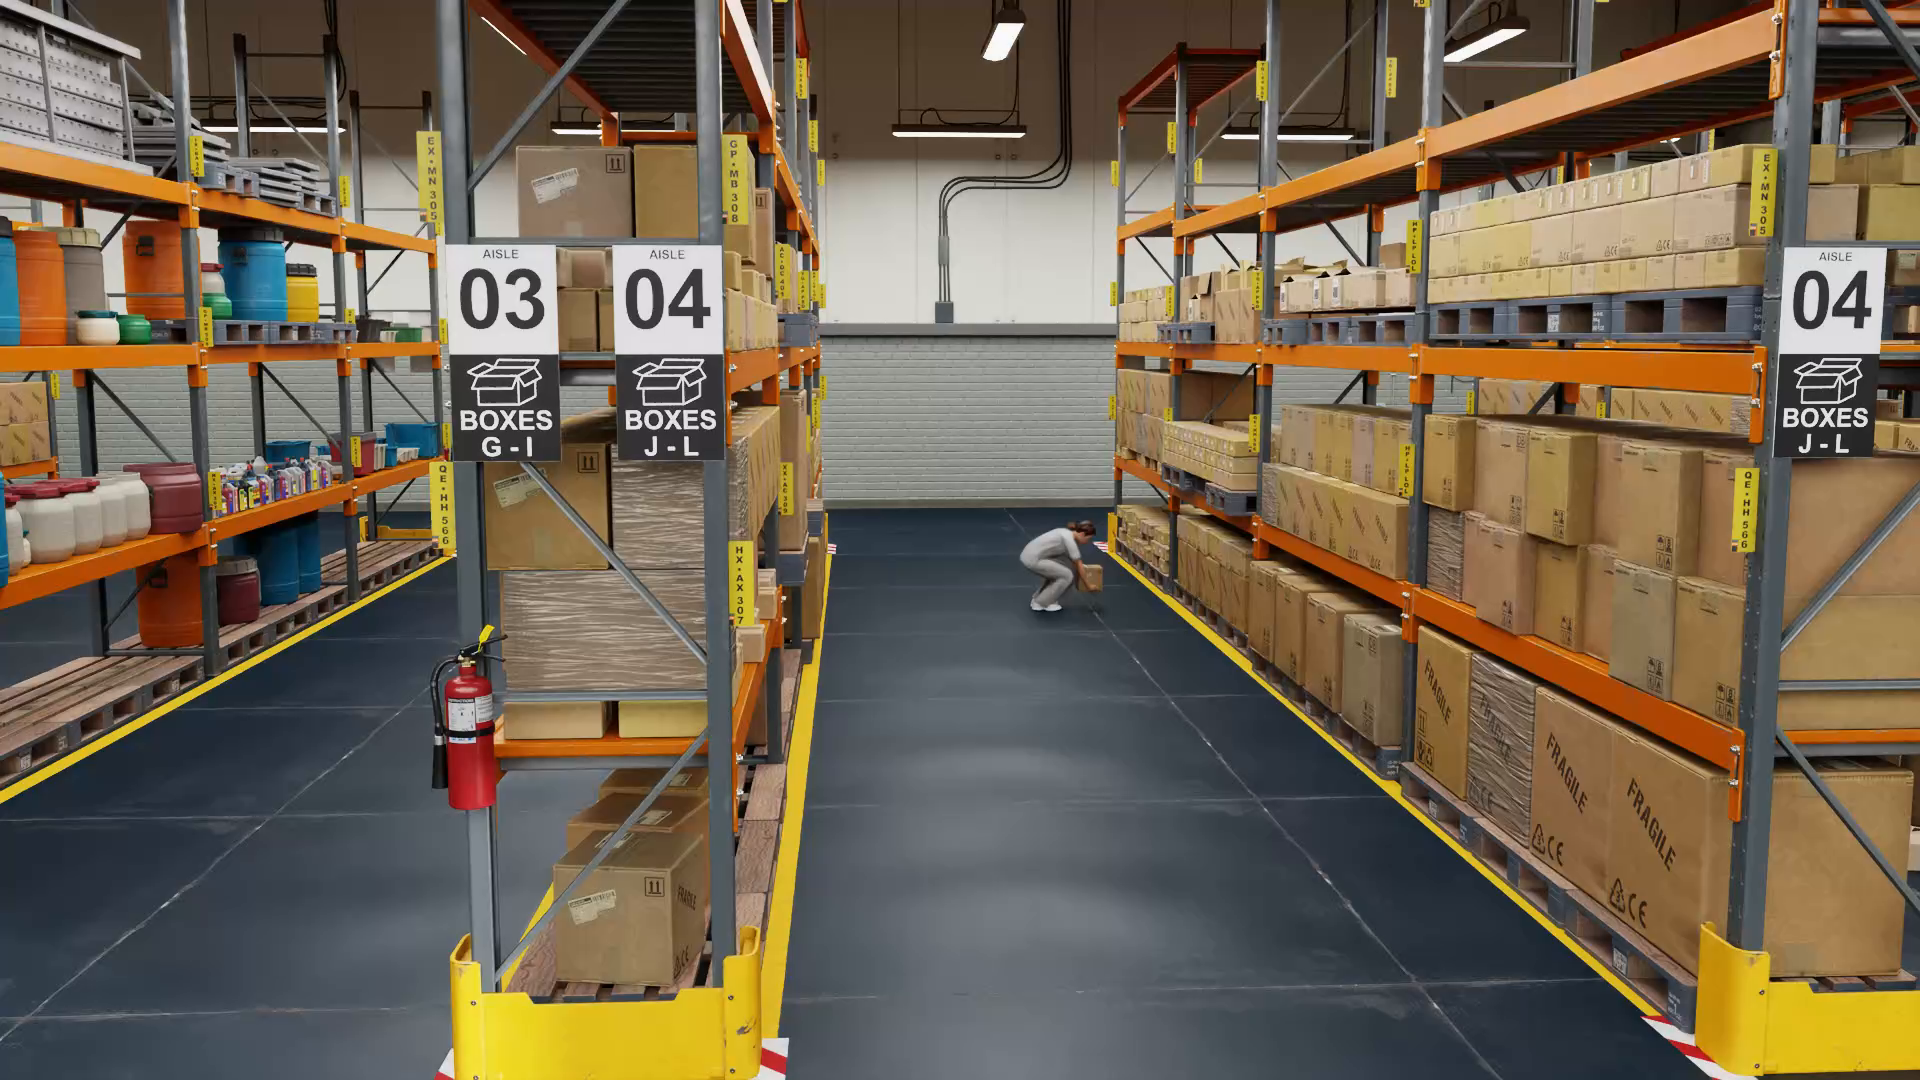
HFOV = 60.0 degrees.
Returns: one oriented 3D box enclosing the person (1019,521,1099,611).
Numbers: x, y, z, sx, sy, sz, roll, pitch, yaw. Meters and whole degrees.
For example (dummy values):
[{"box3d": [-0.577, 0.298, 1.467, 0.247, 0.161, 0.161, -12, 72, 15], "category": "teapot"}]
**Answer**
[{"box3d": [1.048, 0.268, 17.630, 0.830, 0.938, 0.461, -1, 7, -5], "category": "person"}]
